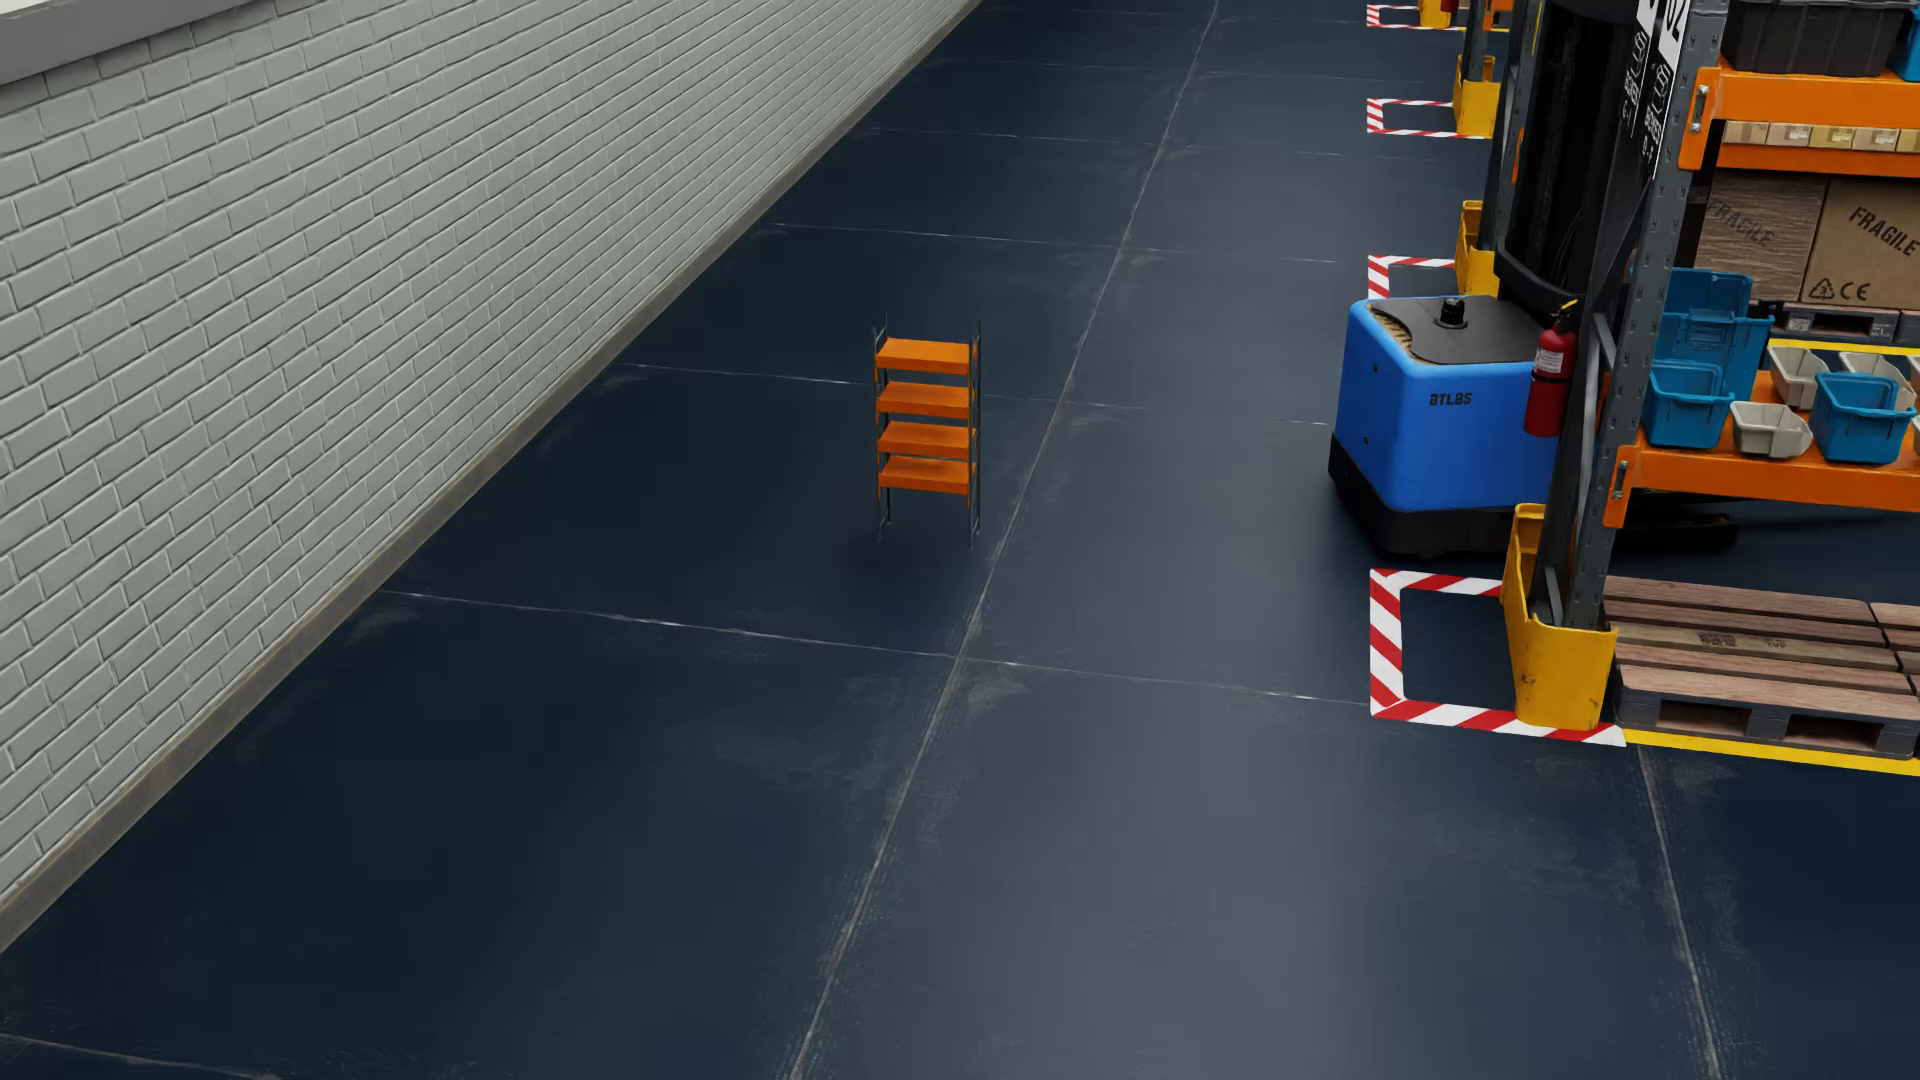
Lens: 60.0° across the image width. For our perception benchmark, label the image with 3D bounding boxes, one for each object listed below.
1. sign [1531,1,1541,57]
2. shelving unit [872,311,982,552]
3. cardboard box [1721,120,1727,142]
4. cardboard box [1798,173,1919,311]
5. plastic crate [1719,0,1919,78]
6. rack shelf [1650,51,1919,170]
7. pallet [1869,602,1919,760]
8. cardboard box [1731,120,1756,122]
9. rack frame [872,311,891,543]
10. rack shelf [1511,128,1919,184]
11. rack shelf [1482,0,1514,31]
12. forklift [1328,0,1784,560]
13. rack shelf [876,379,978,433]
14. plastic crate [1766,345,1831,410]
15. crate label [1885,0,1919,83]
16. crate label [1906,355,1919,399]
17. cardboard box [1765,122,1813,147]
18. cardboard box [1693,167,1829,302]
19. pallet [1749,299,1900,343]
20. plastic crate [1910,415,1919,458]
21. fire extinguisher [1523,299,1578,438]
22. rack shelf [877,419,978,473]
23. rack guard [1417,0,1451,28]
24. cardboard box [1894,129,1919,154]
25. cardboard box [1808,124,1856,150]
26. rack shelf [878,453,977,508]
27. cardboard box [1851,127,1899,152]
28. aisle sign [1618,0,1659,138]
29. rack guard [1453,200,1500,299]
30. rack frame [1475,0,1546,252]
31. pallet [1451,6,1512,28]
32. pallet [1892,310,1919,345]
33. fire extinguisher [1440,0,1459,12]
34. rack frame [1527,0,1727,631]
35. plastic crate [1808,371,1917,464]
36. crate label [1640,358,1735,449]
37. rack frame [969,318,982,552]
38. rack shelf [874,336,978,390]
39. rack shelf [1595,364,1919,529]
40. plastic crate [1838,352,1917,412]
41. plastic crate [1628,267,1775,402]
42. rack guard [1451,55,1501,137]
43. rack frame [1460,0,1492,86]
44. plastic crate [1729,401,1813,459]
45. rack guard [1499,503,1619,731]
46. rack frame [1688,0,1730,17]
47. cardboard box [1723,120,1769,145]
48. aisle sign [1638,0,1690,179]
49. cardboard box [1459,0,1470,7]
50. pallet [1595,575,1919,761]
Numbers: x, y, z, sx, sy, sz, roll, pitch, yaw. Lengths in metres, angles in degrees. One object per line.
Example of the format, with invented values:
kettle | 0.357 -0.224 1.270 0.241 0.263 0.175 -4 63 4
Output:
sign | 3.668 -3.253 10.585 0.005 0.325 0.100 6 29 11
shelving unit | -0.162 -0.543 8.492 0.503 1.200 0.258 6 29 11
cardboard box | 4.825 -2.722 10.860 0.250 0.149 0.380 5 29 10
cardboard box | 6.192 -2.144 11.318 0.875 0.875 0.875 6 29 11
plastic crate | 3.073 -1.862 6.040 0.590 0.269 0.497 6 29 11
rack shelf | 4.711 -1.573 6.124 4.000 0.370 1.077 6 29 11
pallet | 4.743 0.675 7.298 1.213 0.211 1.003 6 29 11
cardboard box | 5.203 -2.888 10.747 0.500 0.250 0.500 5 29 9
rack frame | -0.401 -0.567 8.537 0.015 1.200 0.240 6 29 11
rack shelf | 5.745 -2.583 11.093 4.000 0.370 1.077 6 29 11
rack shelf | 6.880 -4.902 15.330 4.000 0.370 1.077 6 29 11
forklift | 3.609 -1.477 8.395 3.031 2.935 1.130 -3 29 -6
rack shelf | -0.162 -0.680 8.417 0.480 0.148 0.258 6 29 11
plastic crate | 3.590 -0.687 7.093 0.243 0.136 0.396 6 29 11
crate label | 3.590 -1.779 5.907 0.502 0.251 0.408 6 29 11
crate label | 4.148 -0.635 6.998 0.243 0.136 0.396 6 29 11
cardboard box | 5.326 -2.670 10.766 0.250 0.149 0.380 6 29 10
cardboard box | 5.322 -2.233 11.481 0.875 0.875 0.875 6 29 11
pallet | 5.777 -1.709 11.652 1.213 0.211 1.003 6 29 11
plastic crate | 3.888 -0.365 6.505 0.298 0.136 0.250 6 29 11
fire extinguisher | 2.702 -0.804 7.564 0.183 0.674 0.296 6 29 11
rack shelf | -0.162 -0.484 8.524 0.480 0.148 0.258 6 29 11
rack guard | 5.835 -6.659 20.393 0.348 0.500 1.175 6 29 11
cardboard box | 6.078 -2.593 10.624 0.250 0.149 0.380 5 29 10
cardboard box | 5.572 -2.645 10.719 0.250 0.149 0.380 5 29 9
rack shelf | -0.162 -0.310 8.620 0.480 0.148 0.258 6 29 11
cardboard box | 5.829 -2.619 10.672 0.250 0.149 0.380 6 29 11
aisle sign | 2.746 -2.058 6.678 0.004 0.787 0.394 6 29 11
rack guard | 3.766 -2.005 11.892 0.348 0.500 1.175 6 29 11
rack frame | 3.789 -3.099 11.287 0.127 3.000 1.000 6 29 11
pallet | 6.657 -6.486 20.378 1.213 0.211 1.003 6 29 11
pallet | 6.974 -1.588 11.430 1.213 0.211 1.003 6 29 11
fire extinguisher | 4.774 -5.463 16.073 0.183 0.674 0.296 6 29 11
rack frame | 2.755 -0.773 7.038 0.127 3.000 1.000 6 29 11
plastic crate | 3.572 -0.480 6.616 0.300 0.233 0.416 6 29 11
crate label | 2.928 -0.546 6.736 0.303 0.233 0.416 6 29 11
rack frame | 0.077 -0.518 8.447 0.015 1.200 0.240 6 29 11
rack shelf | -0.162 -0.888 8.303 0.480 0.148 0.258 6 29 11
rack shelf | 4.711 -0.257 6.845 4.000 0.370 1.077 6 29 11
plastic crate | 3.871 -0.651 7.028 0.243 0.136 0.396 6 29 11
plastic crate | 3.122 -0.869 7.114 0.499 0.435 0.616 6 29 11
rack guard | 4.998 -4.314 16.109 0.348 0.500 1.175 6 29 11
rack frame | 4.924 -5.418 15.523 0.127 3.000 1.000 6 29 11
plastic crate | 3.224 -0.433 6.630 0.298 0.136 0.250 6 29 11
rack guard | 2.729 0.327 7.632 0.348 0.500 1.175 6 29 11
rack frame | 2.755 -3.404 5.598 0.127 3.000 1.000 6 29 11
cardboard box | 5.073 -2.696 10.813 0.250 0.149 0.380 5 29 10
aisle sign | 2.623 -1.781 6.172 0.004 0.787 0.394 6 29 11
cardboard box | 6.525 -6.794 20.267 0.875 0.438 0.875 5 29 9
pallet | 3.554 0.551 7.523 1.213 0.211 1.003 6 29 11
